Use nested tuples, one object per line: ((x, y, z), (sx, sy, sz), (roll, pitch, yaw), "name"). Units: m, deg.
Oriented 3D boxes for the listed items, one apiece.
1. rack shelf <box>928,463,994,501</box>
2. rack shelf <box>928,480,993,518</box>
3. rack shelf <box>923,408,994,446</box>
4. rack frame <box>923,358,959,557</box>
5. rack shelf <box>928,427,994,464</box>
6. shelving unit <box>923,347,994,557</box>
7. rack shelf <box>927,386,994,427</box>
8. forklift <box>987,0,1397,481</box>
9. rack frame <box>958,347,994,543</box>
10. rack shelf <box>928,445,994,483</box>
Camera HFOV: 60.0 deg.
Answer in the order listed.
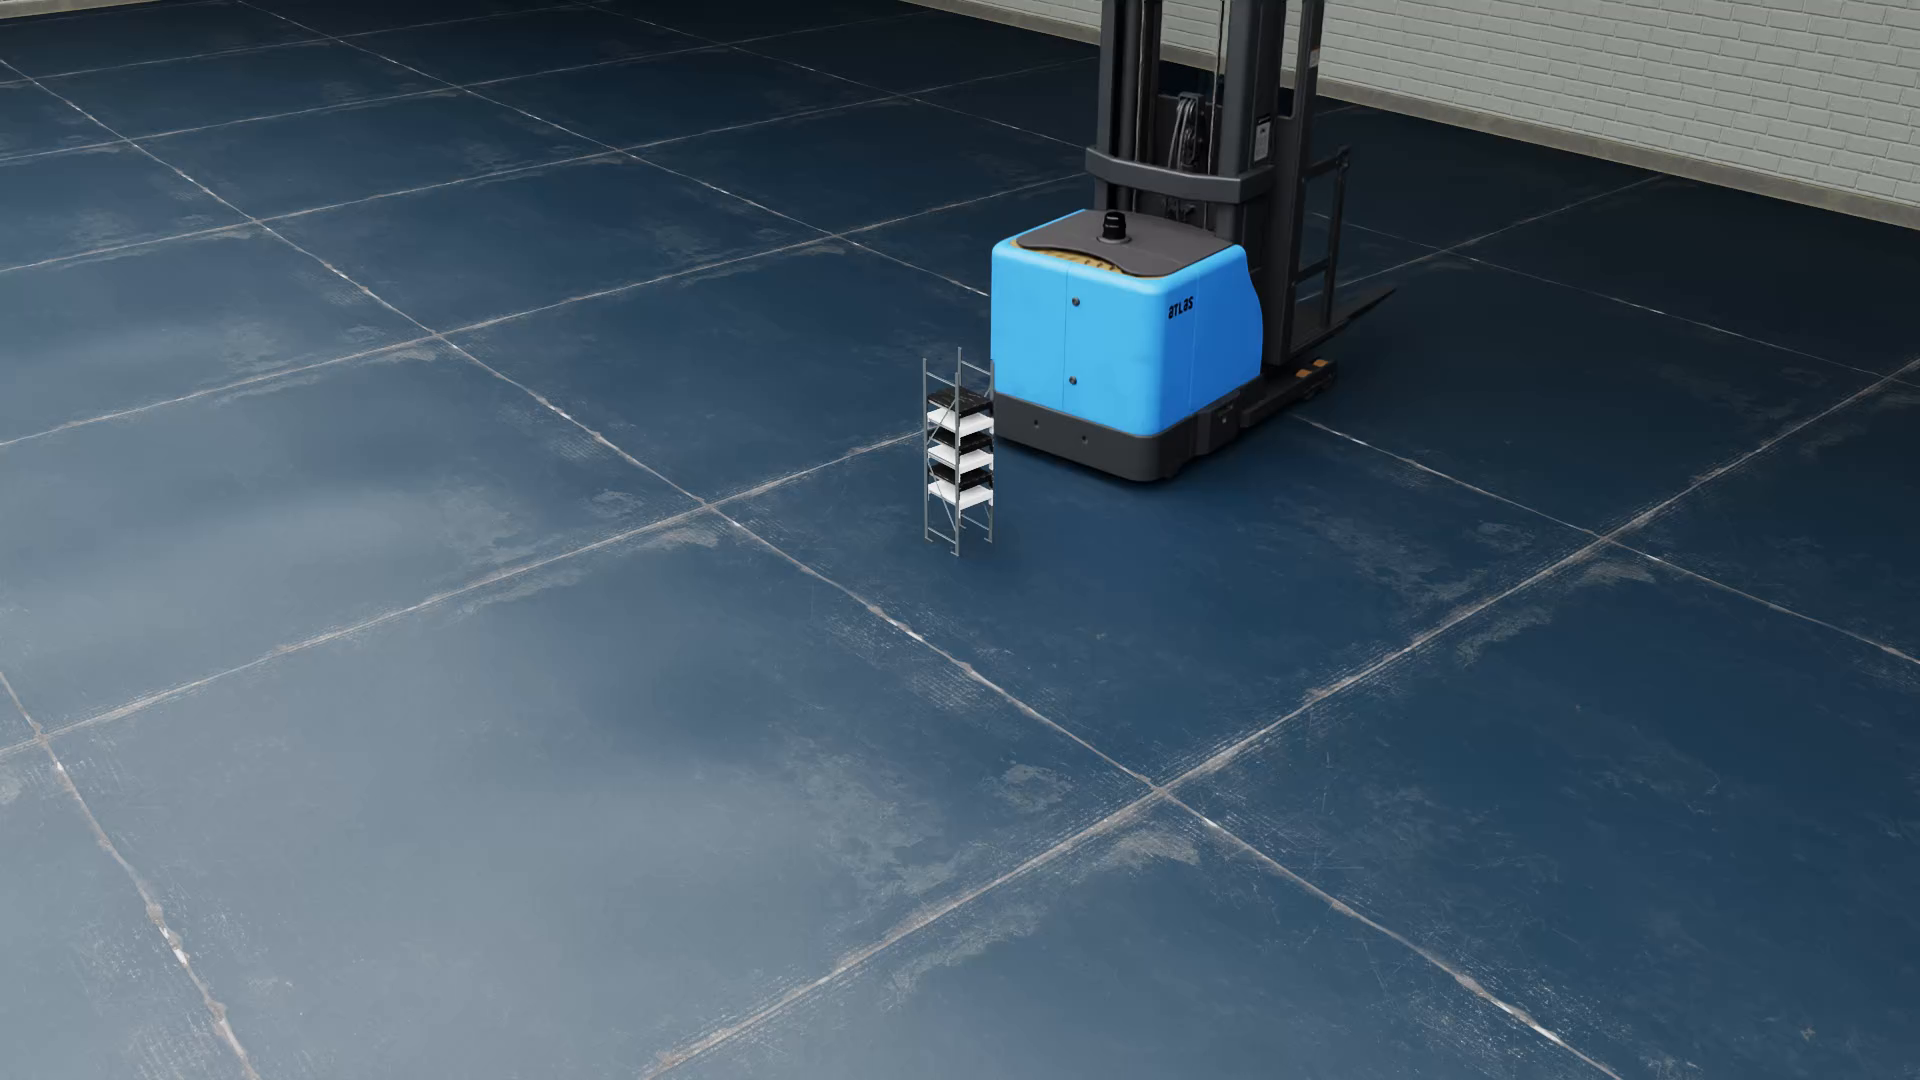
((-0.006, -0.286, 7.591), (0.200, 0.077, 0.258), (-22, 35, -35), "rack shelf")
((-0.006, -0.206, 7.634), (0.200, 0.077, 0.258), (-22, 35, -35), "rack shelf")
((-0.006, -0.524, 7.464), (0.200, 0.077, 0.258), (-22, 35, -35), "rack shelf")
((-0.084, -0.363, 7.475), (0.006, 0.900, 0.240), (-22, 35, -35), "rack frame")
((-0.006, -0.444, 7.507), (0.200, 0.077, 0.258), (-22, 35, -35), "rack shelf")
((-0.006, -0.394, 7.533), (0.210, 0.900, 0.258), (-22, 35, -35), "shelving unit")
((-0.006, -0.603, 7.422), (0.200, 0.077, 0.258), (-22, 35, -35), "rack shelf")
((1.464, -2.202, 8.761), (1.130, 2.935, 3.031), (21, 35, 34), "forklift")
((0.071, -0.426, 7.591), (0.006, 0.900, 0.240), (-22, 35, -35), "rack frame")
((-0.006, -0.365, 7.549), (0.200, 0.077, 0.258), (-22, 35, -35), "rack shelf")
